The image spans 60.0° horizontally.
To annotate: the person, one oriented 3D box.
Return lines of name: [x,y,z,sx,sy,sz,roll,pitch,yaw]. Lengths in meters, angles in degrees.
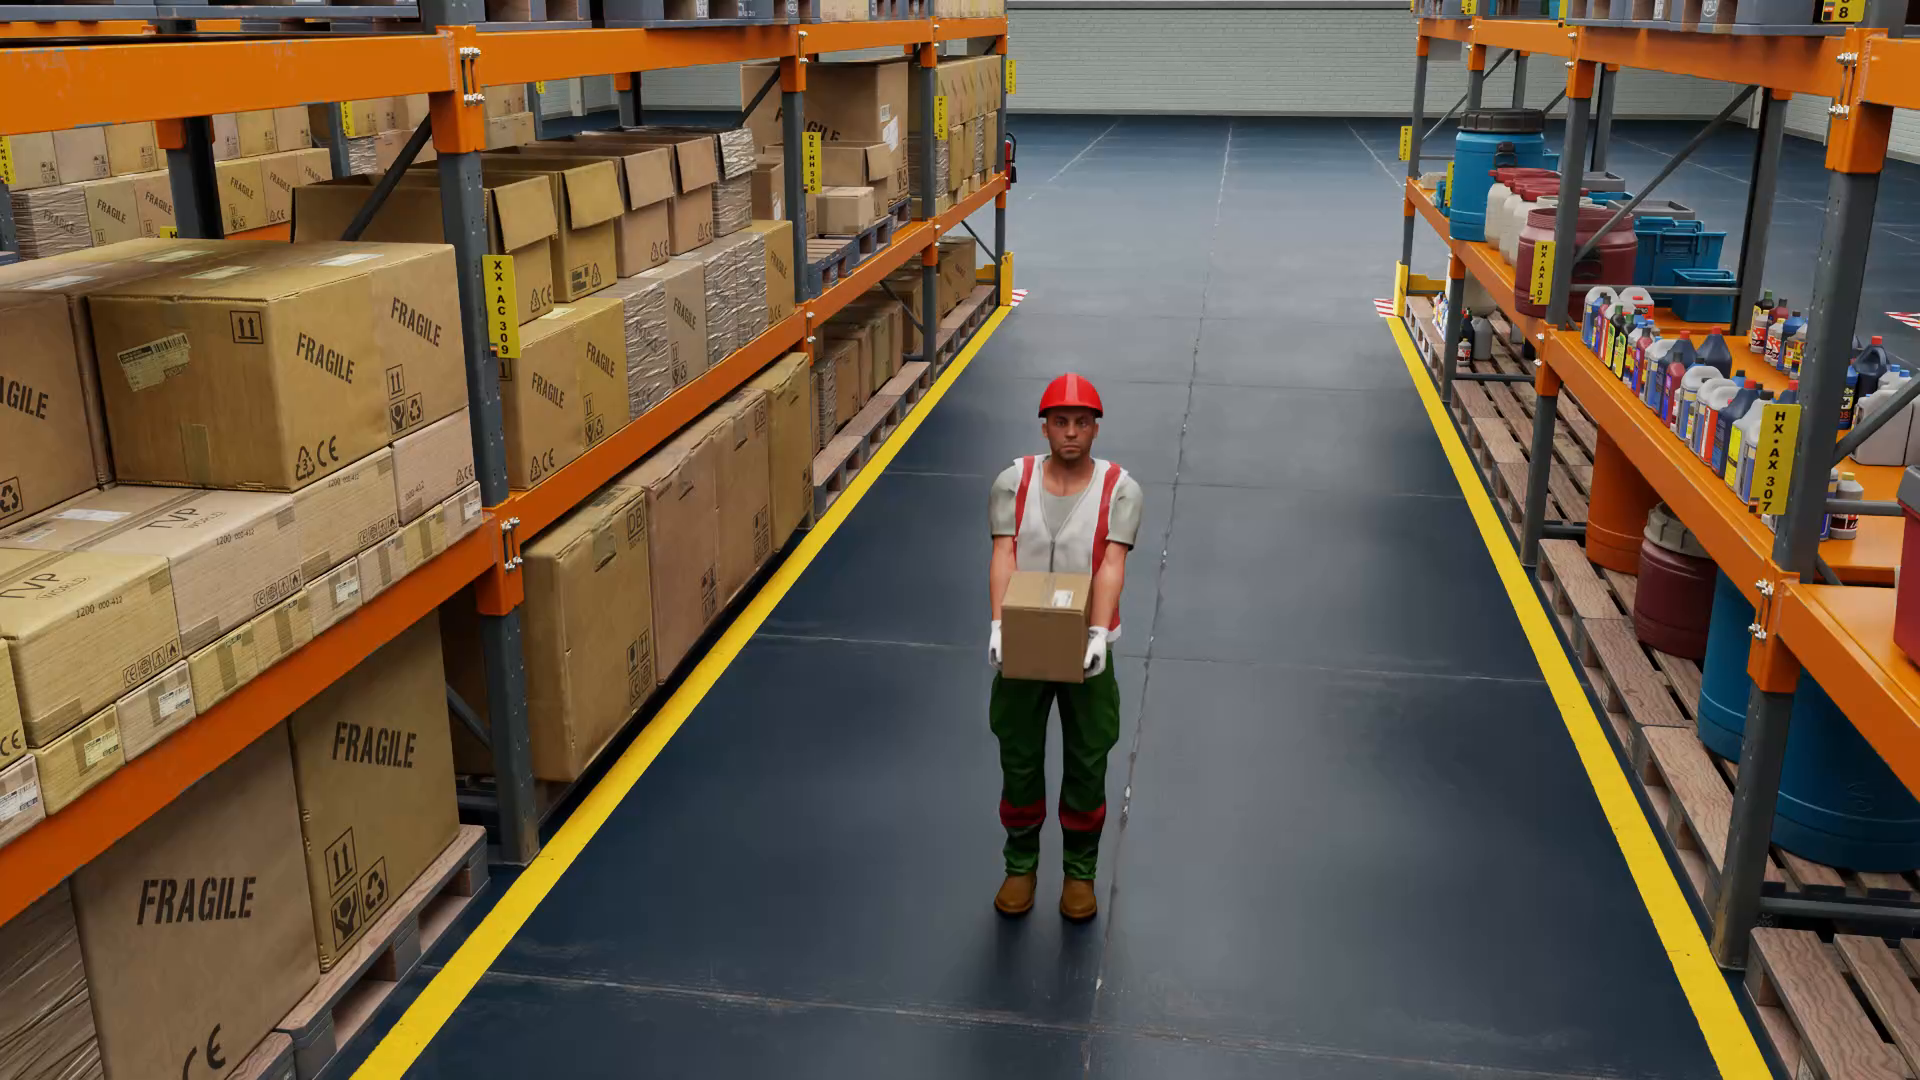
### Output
person: [0.314,0.375,5.349,0.493,1.782,0.570,3,18,10]
